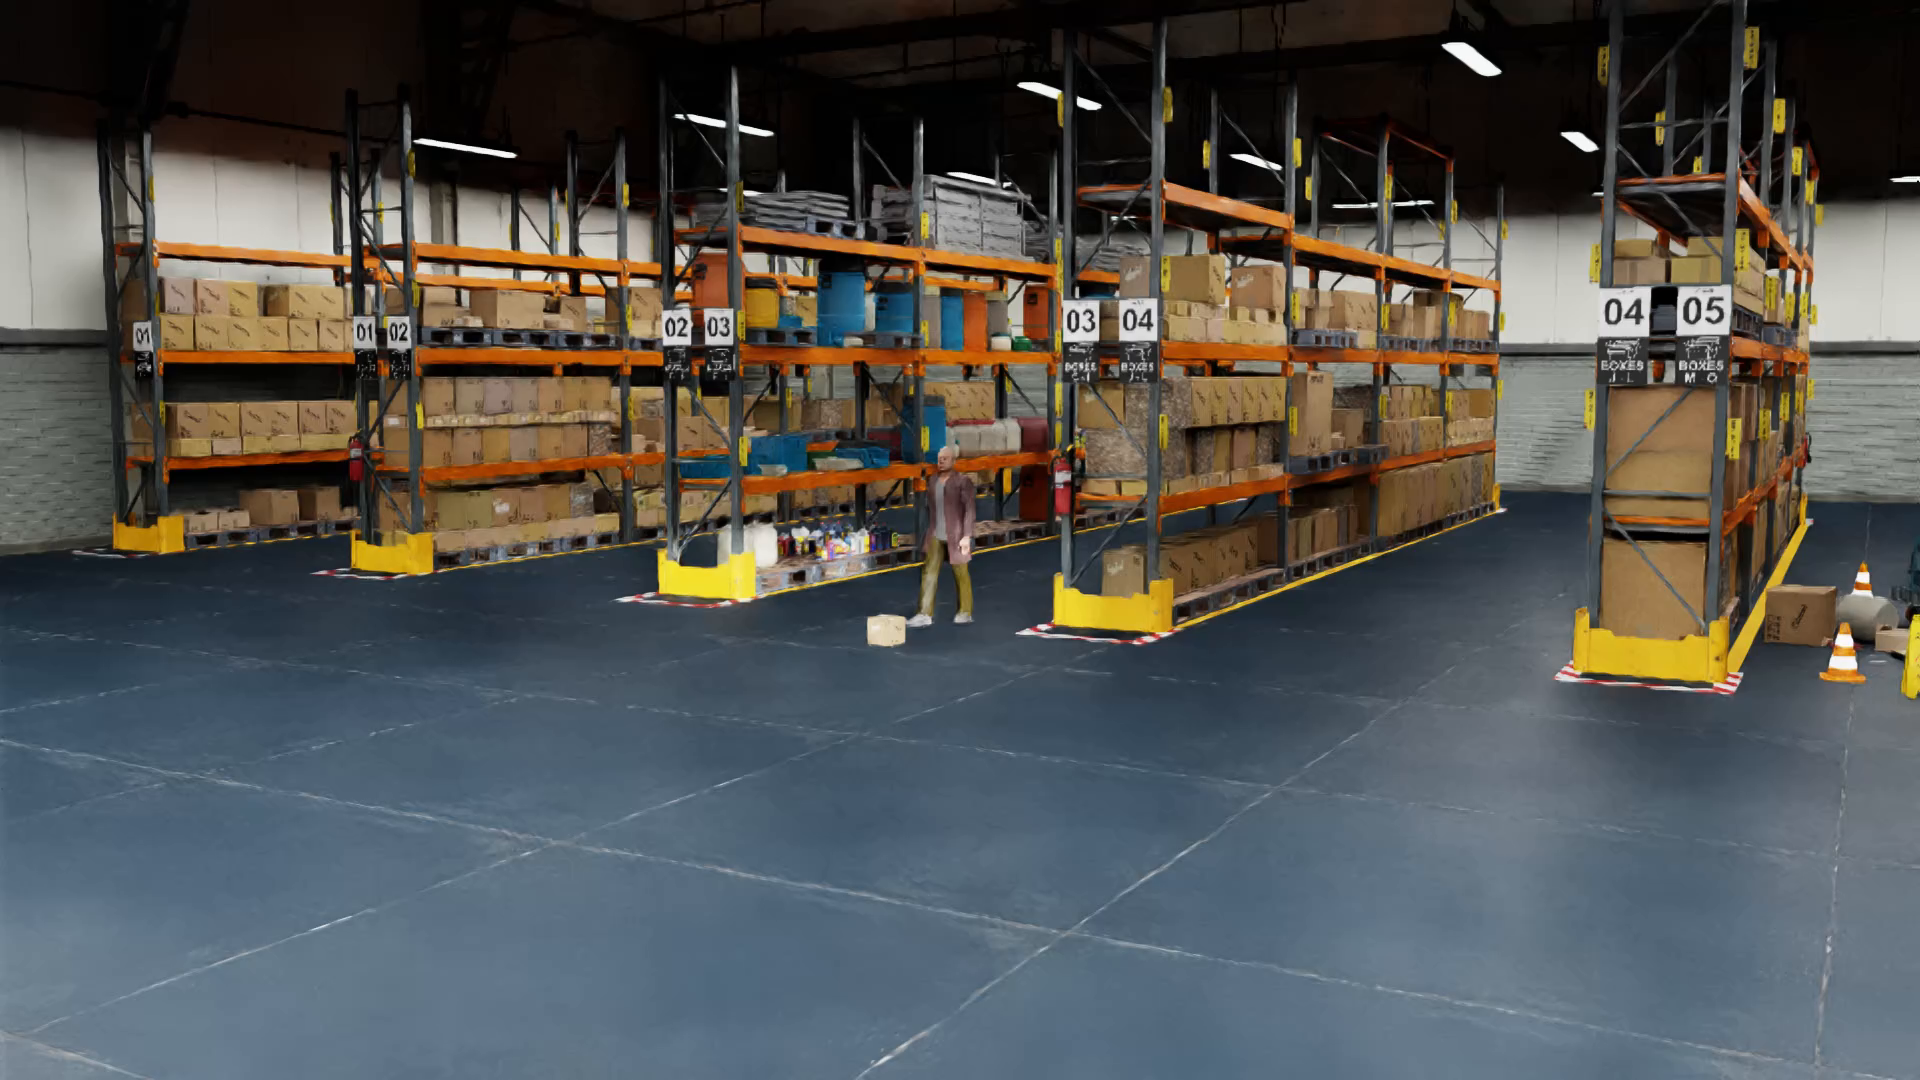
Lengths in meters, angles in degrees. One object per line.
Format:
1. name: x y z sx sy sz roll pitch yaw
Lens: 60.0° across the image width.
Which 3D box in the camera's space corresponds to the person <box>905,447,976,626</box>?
1. person: -0.139 -0.034 16.284 0.614 1.748 0.889 3 7 30
